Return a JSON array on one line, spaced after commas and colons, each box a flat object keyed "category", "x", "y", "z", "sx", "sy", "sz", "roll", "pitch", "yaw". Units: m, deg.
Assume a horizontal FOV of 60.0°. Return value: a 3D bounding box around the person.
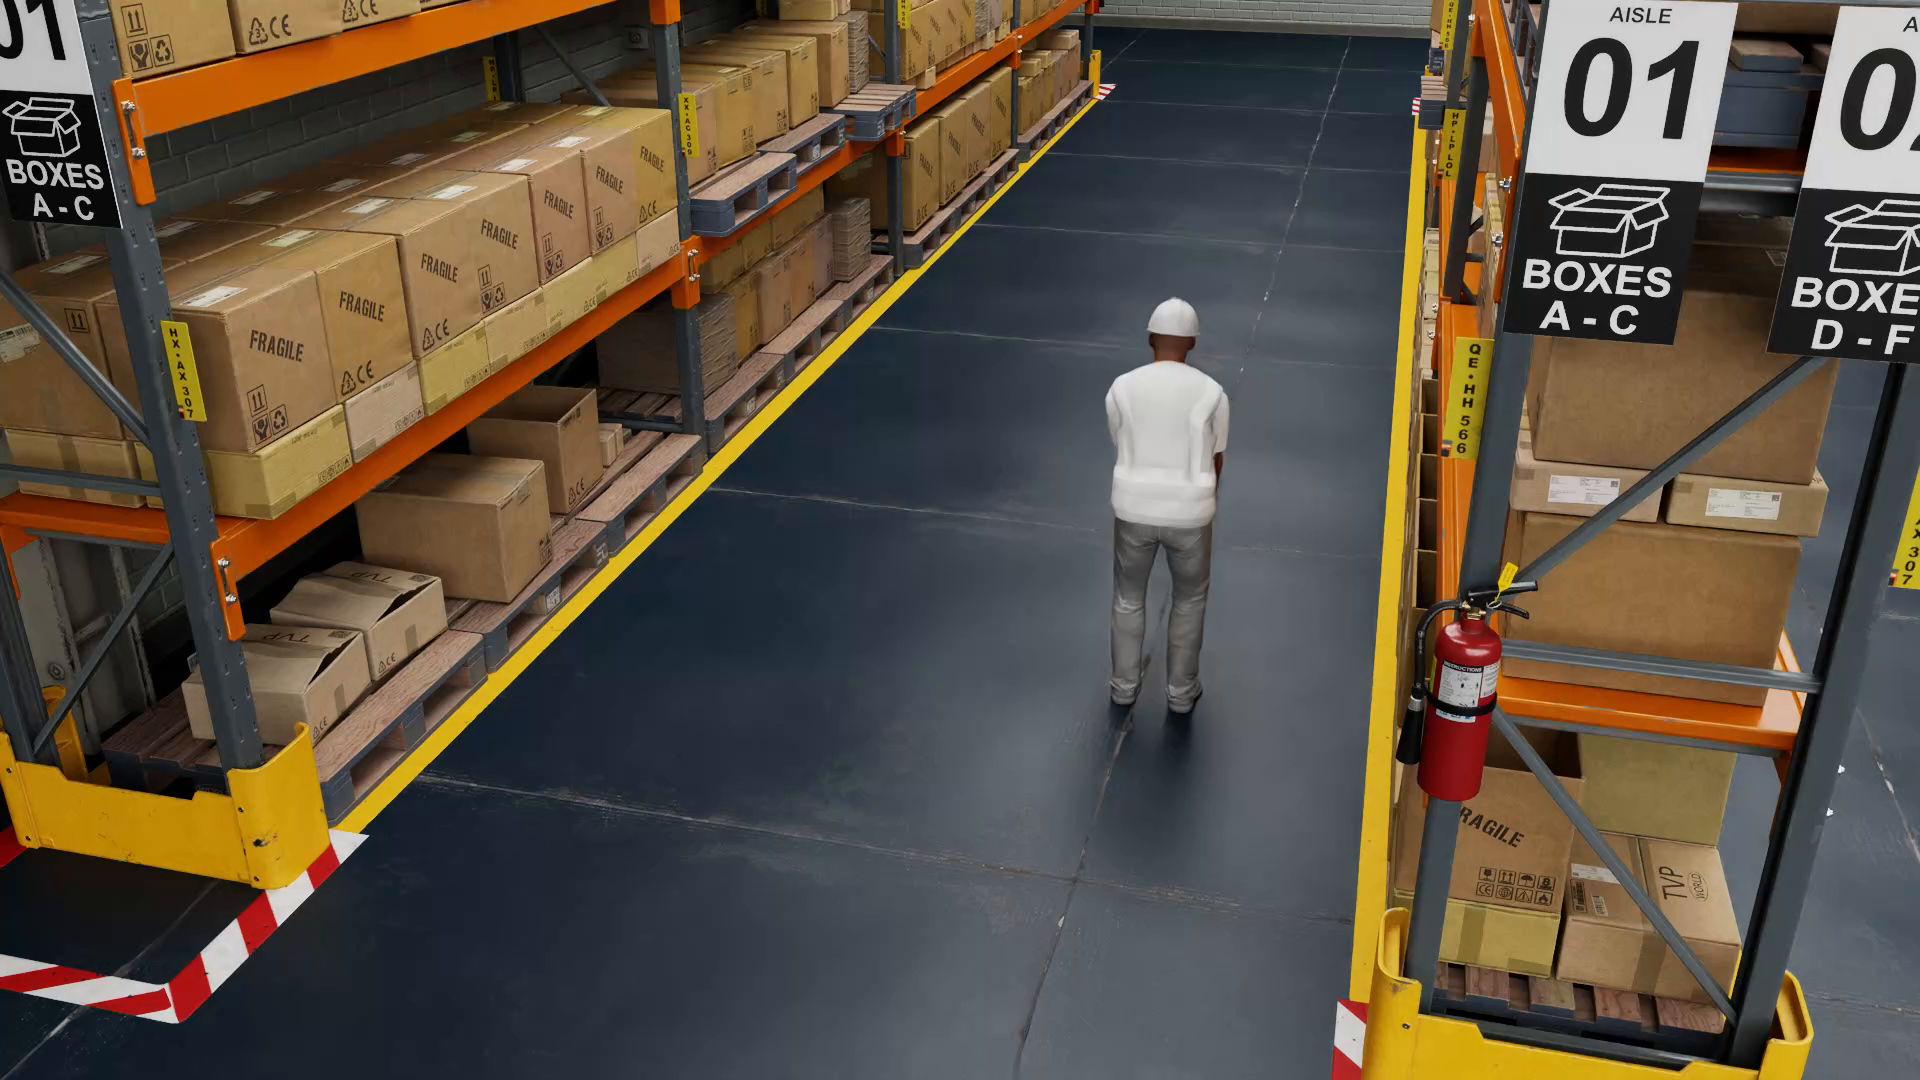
[{"category": "person", "x": 0.847, "y": -0.153, "z": 6.939, "sx": 0.497, "sy": 1.735, "sz": 0.601, "roll": 6, "pitch": 26, "yaw": 12}]
